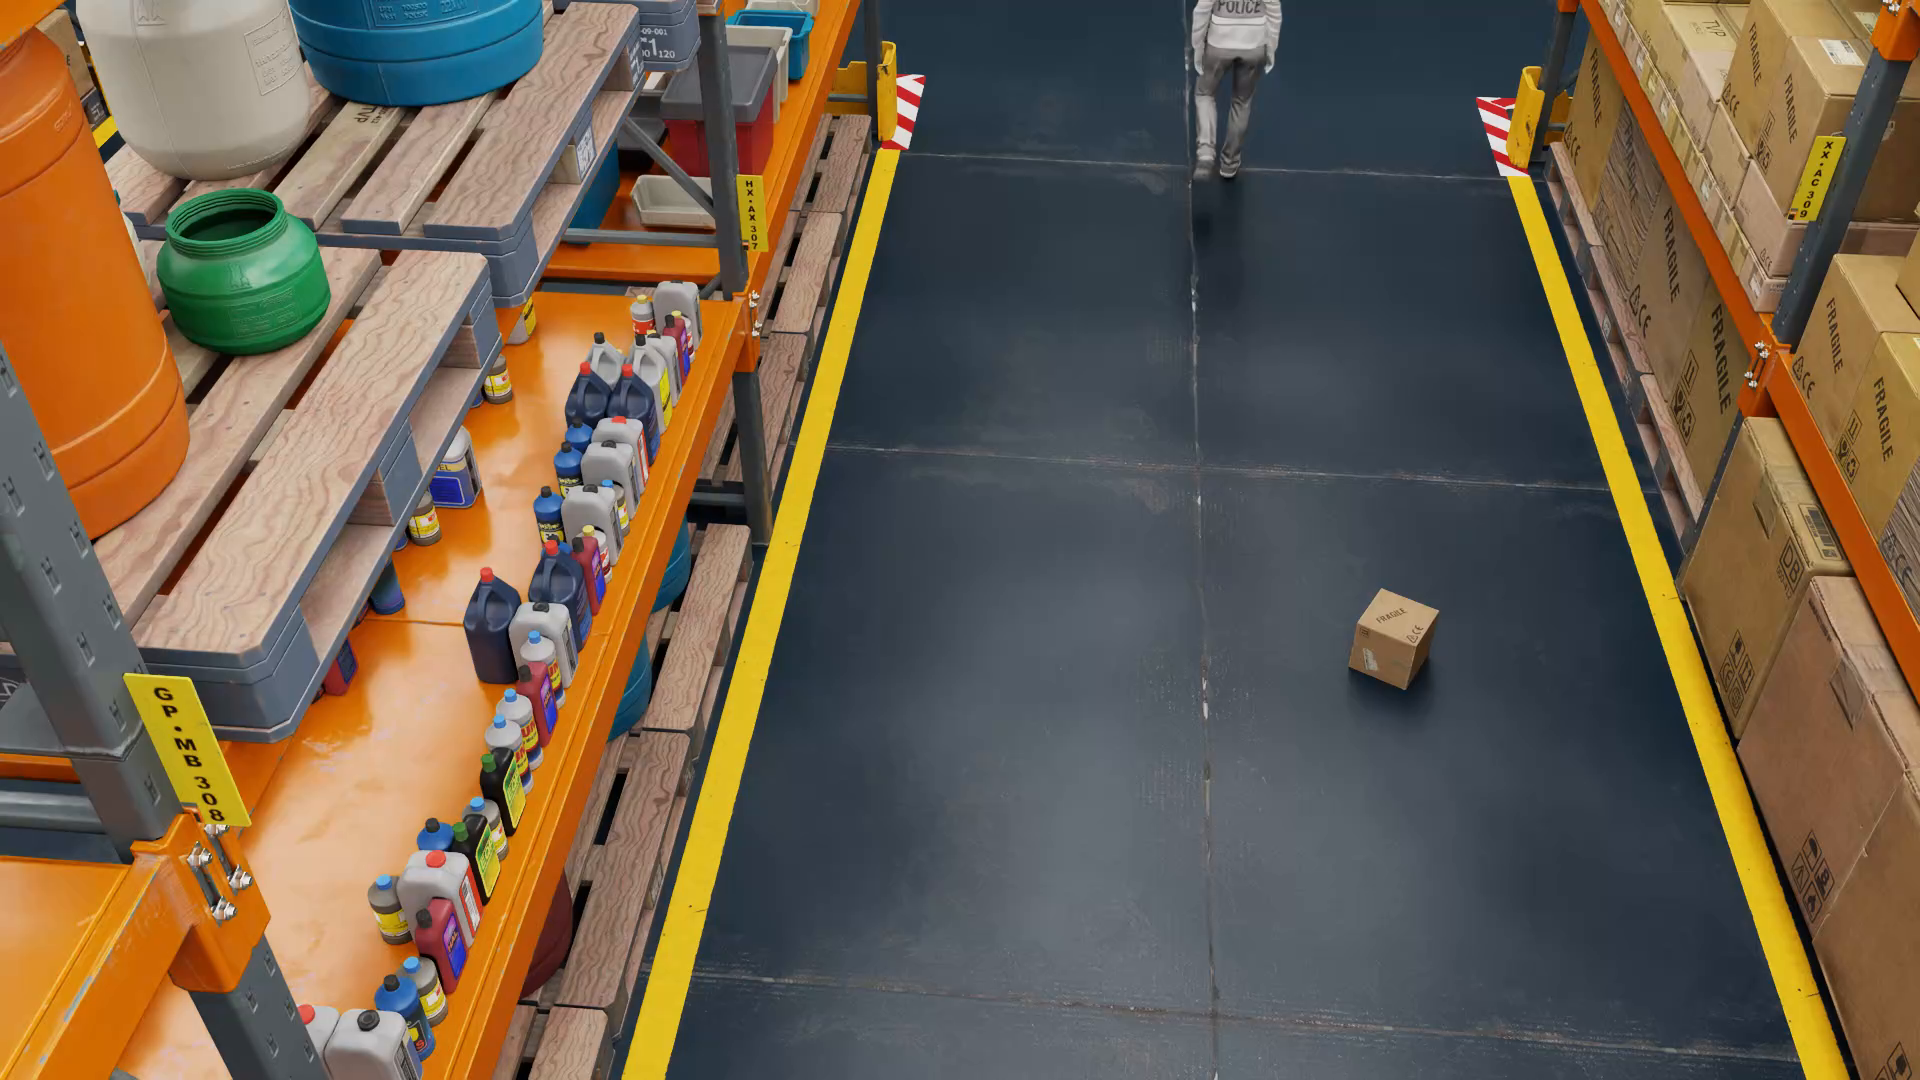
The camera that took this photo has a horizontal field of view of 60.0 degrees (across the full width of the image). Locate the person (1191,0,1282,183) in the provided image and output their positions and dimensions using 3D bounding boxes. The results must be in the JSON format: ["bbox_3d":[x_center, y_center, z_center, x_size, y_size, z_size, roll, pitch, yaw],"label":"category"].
[{"bbox_3d":[1.546,-2.789,9.397,0.491,1.673,0.612,5,41,6],"label":"person"}]
